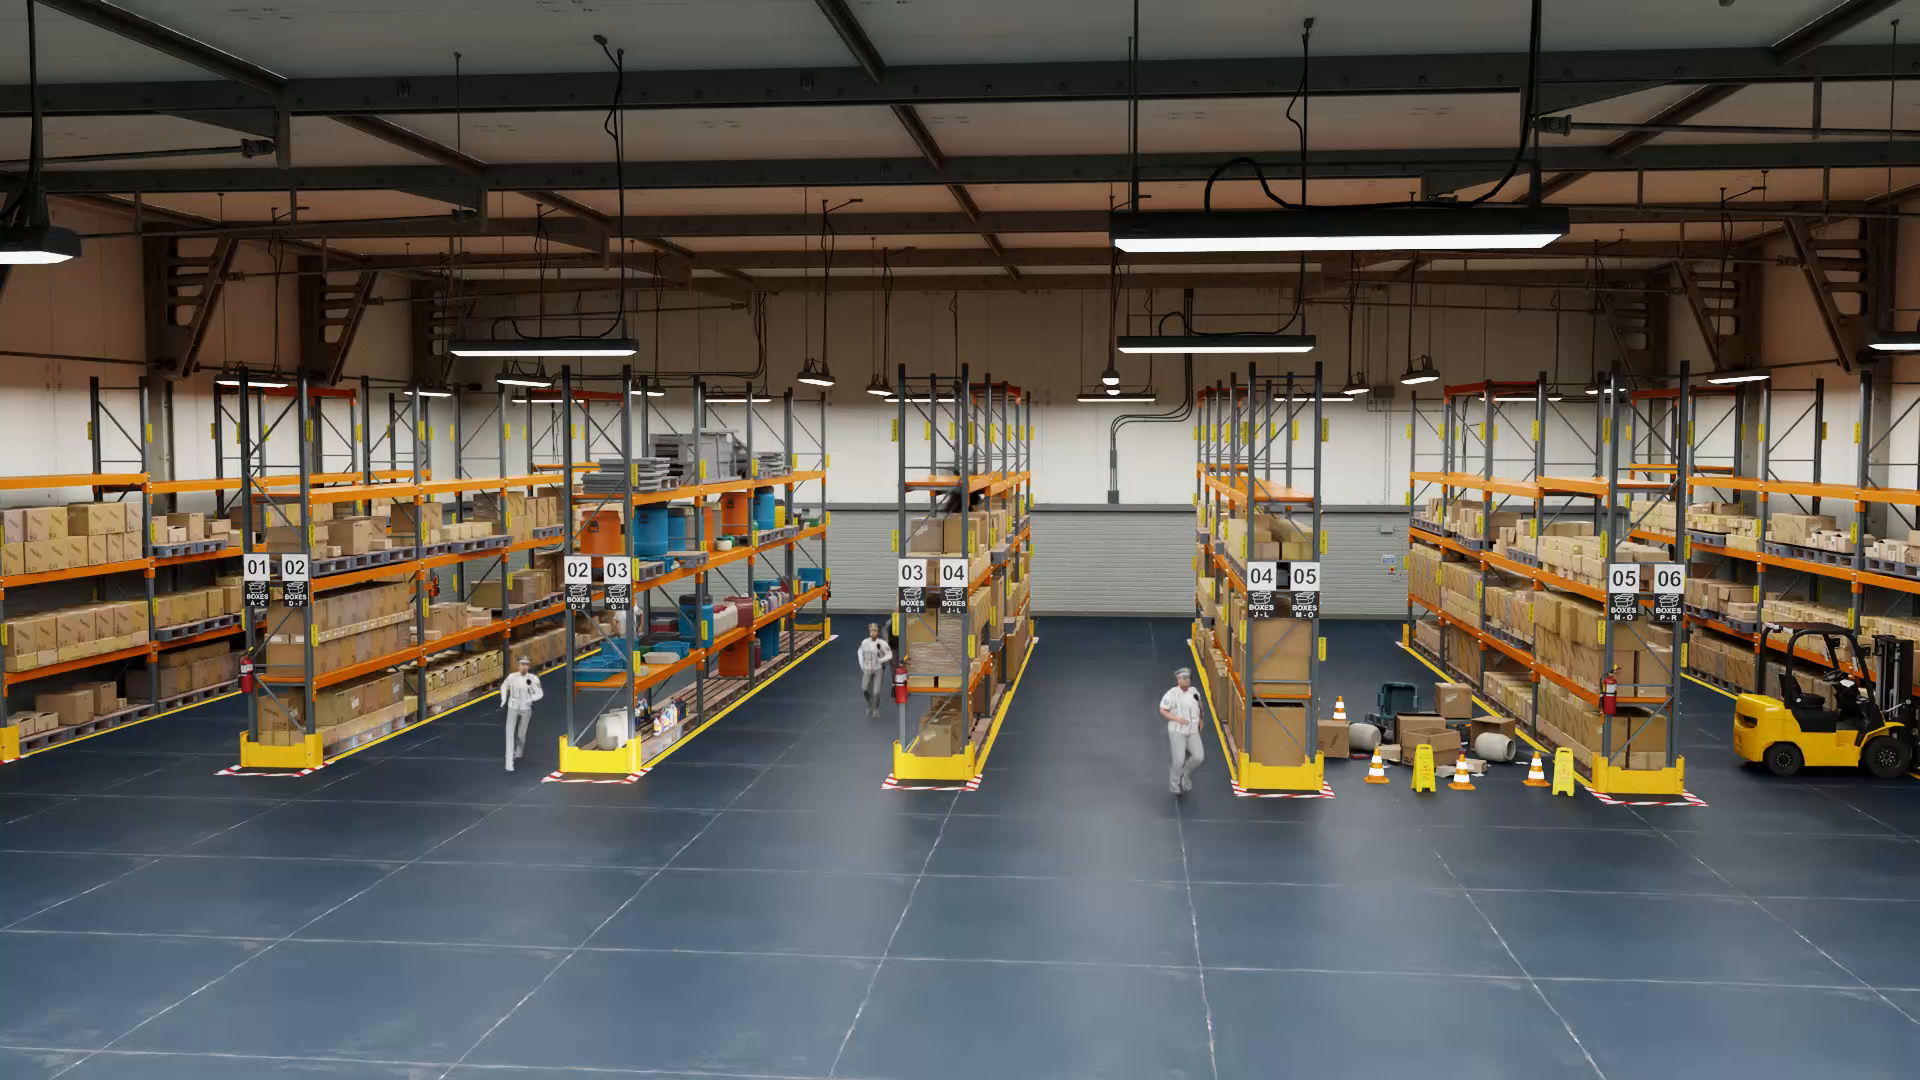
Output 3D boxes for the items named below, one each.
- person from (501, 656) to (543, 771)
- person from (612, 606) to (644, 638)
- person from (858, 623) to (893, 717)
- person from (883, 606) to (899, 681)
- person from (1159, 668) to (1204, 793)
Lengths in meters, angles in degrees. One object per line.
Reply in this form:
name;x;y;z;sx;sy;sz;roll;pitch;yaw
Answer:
person;-6.603;2.574;25.052;0.644;1.705;0.860;0;4;-7
person;-6.981;1.954;34.929;0.632;1.627;0.682;0;4;6
person;-1.512;2.285;29.153;0.667;1.666;0.513;1;4;12
person;-1.166;2.105;32.119;0.659;1.681;0.678;0;4;-1
person;3.121;2.643;23.050;0.731;1.753;0.547;-1;4;-22
